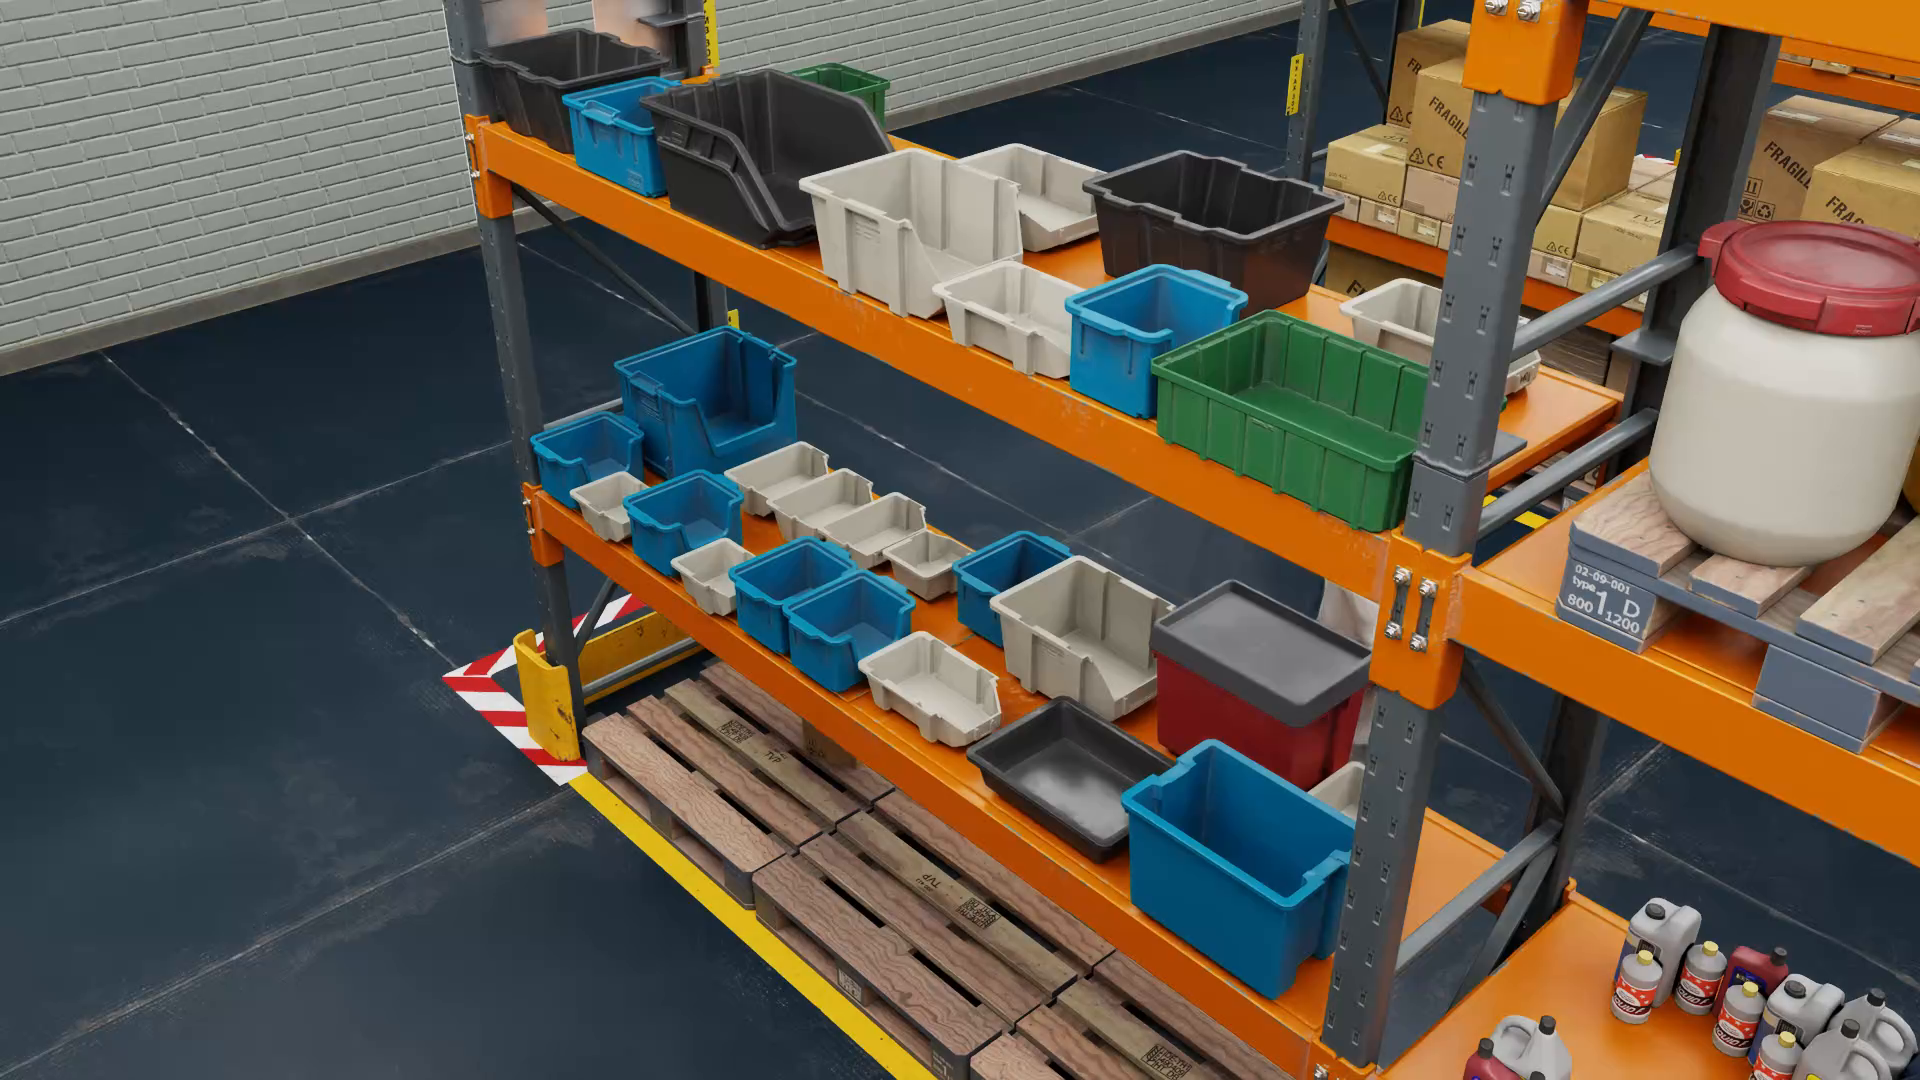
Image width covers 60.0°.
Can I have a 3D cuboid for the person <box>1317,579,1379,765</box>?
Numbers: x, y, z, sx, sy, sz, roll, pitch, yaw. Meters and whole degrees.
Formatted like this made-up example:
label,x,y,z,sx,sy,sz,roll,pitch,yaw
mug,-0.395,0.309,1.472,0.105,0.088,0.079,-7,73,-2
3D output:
label,x,y,z,sx,sy,sz,roll,pitch,yaw
person,1.513,0.500,6.341,0.556,1.844,0.580,9,32,14
